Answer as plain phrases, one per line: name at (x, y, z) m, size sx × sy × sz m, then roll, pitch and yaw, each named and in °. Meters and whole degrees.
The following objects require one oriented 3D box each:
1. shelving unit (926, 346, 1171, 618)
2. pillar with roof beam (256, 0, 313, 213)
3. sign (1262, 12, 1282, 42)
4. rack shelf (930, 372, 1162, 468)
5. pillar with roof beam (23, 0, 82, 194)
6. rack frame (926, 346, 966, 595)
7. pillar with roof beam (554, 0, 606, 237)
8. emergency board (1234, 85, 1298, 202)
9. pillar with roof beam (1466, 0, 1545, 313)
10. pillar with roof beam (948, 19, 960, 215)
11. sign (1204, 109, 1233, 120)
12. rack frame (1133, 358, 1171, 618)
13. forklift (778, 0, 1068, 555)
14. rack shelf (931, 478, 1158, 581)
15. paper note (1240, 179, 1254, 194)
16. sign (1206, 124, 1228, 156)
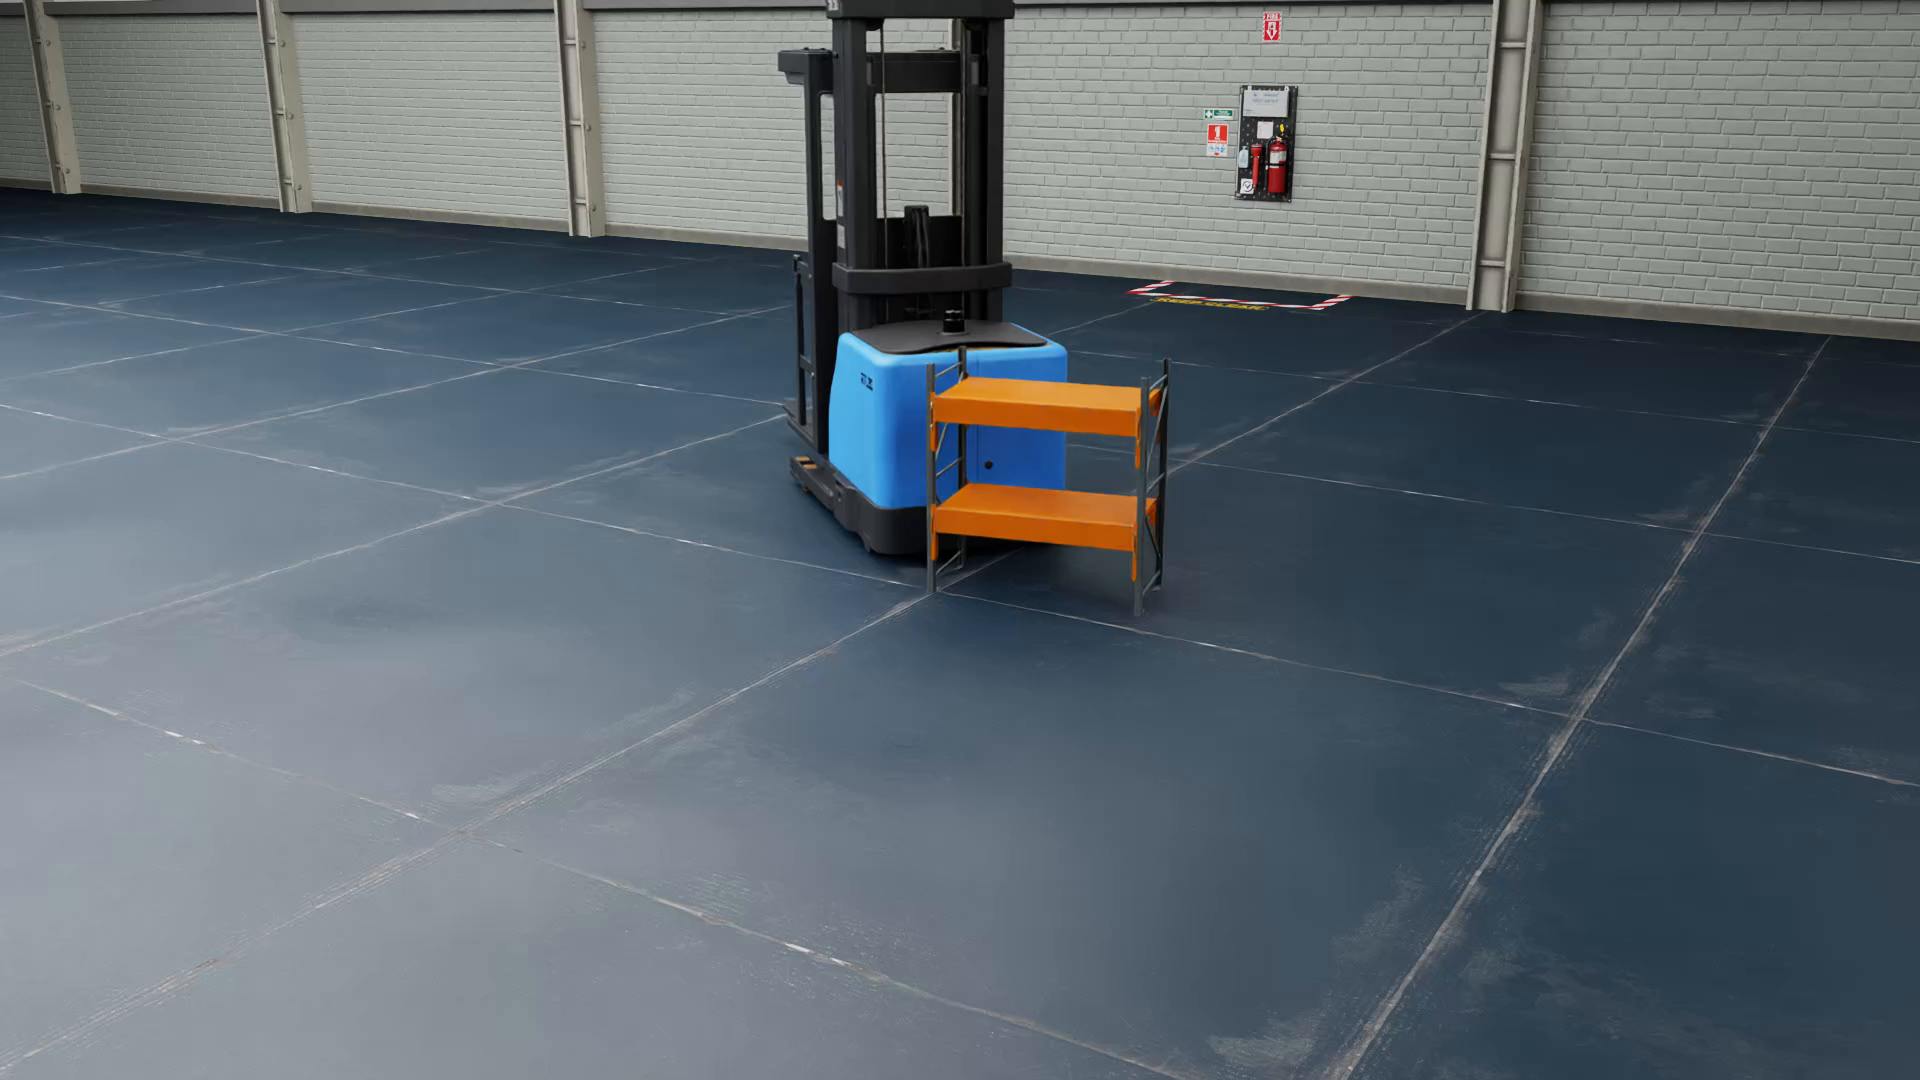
shelving unit at (0.418, -0.295, 7.917) m, size 1.048 × 1.125 × 0.538 m, roll 6°, pitch 18°, yaw 18°
pillar with roof beam at (-12.370, -8.253, 20.567) m, size 0.400 × 9.000 × 9.100 m, roll 10°, pitch 20°, yaw 30°
sign at (3.180, -5.231, 16.953) m, size 0.199 × 0.298 × 0.001 m, roll 10°, pitch 20°, yaw 30°
rack shelf at (0.418, -0.575, 7.831) m, size 1.000 × 0.278 × 0.538 m, roll 6°, pitch 18°, yaw 18°
pillar with roof beam at (-17.483, -9.165, 23.572) m, size 0.400 × 9.000 × 9.100 m, roll 10°, pitch 20°, yaw 30°
rack frame at (-0.063, -0.343, 8.074) m, size 0.032 × 1.125 × 0.500 m, roll 6°, pitch 18°, yaw 18°
pillar with roof beam at (-7.258, -7.340, 17.563) m, size 0.400 × 9.000 × 9.100 m, roll 10°, pitch 20°, yaw 30°
emergency board at (3.135, -4.096, 17.204) m, size 0.643 × 1.169 × 0.194 m, roll 10°, pitch 20°, yaw 30°
pillar with roof beam at (2.968, -5.515, 11.554) m, size 0.400 × 9.000 × 9.100 m, roll 10°, pitch 20°, yaw 30°
pillar with roof beam at (-2.145, -6.427, 14.558) m, size 0.400 × 9.000 × 9.100 m, roll 10°, pitch 20°, yaw 30°
sign at (2.717, -4.473, 17.473) m, size 0.331 × 0.109 × 0.001 m, roll 10°, pitch 20°, yaw 30°
rack frame at (0.899, -0.247, 7.759) m, size 0.032 × 1.125 × 0.500 m, roll 6°, pitch 18°, yaw 18°
forklift at (-0.385, -1.717, 9.489) m, size 1.130 × 2.935 × 3.031 m, roll -6°, pitch 18°, yaw -18°
rack shelf at (0.418, -0.061, 7.988) m, size 1.000 × 0.278 × 0.538 m, roll 6°, pitch 18°, yaw 18°
paper note at (3.020, -3.718, 17.477) m, size 0.142 × 0.148 × 0.016 m, roll 10°, pitch 20°, yaw 30°
sign at (2.718, -4.223, 17.560) m, size 0.234 × 0.329 × 0.001 m, roll 10°, pitch 20°, yaw 30°
